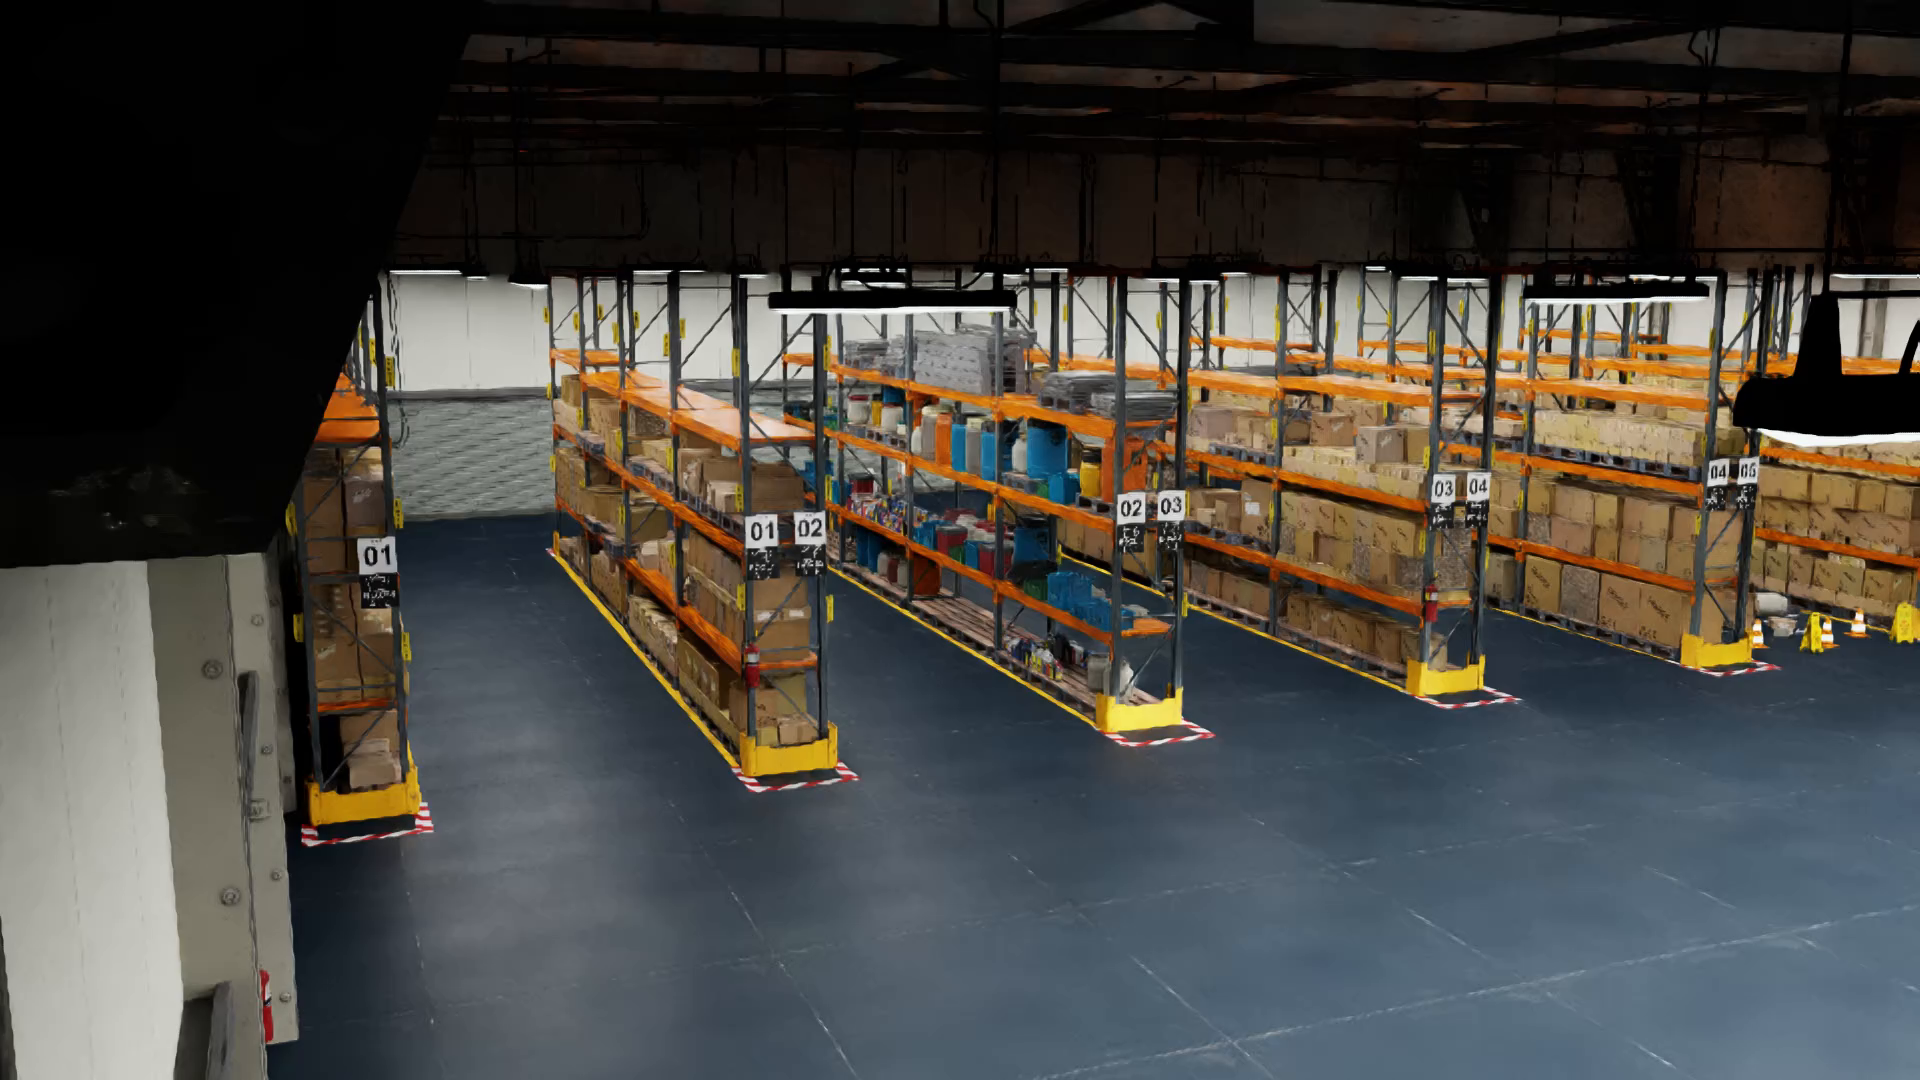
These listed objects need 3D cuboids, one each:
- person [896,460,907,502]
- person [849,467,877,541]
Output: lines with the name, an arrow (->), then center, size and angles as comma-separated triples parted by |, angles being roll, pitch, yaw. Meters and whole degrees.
person -> -1.386, -1.649, 41.025 | 0.567, 1.765, 0.589 | 6, 12, 32
person -> -2.015, -0.722, 35.789 | 0.701, 1.718, 0.849 | -8, 12, -37
